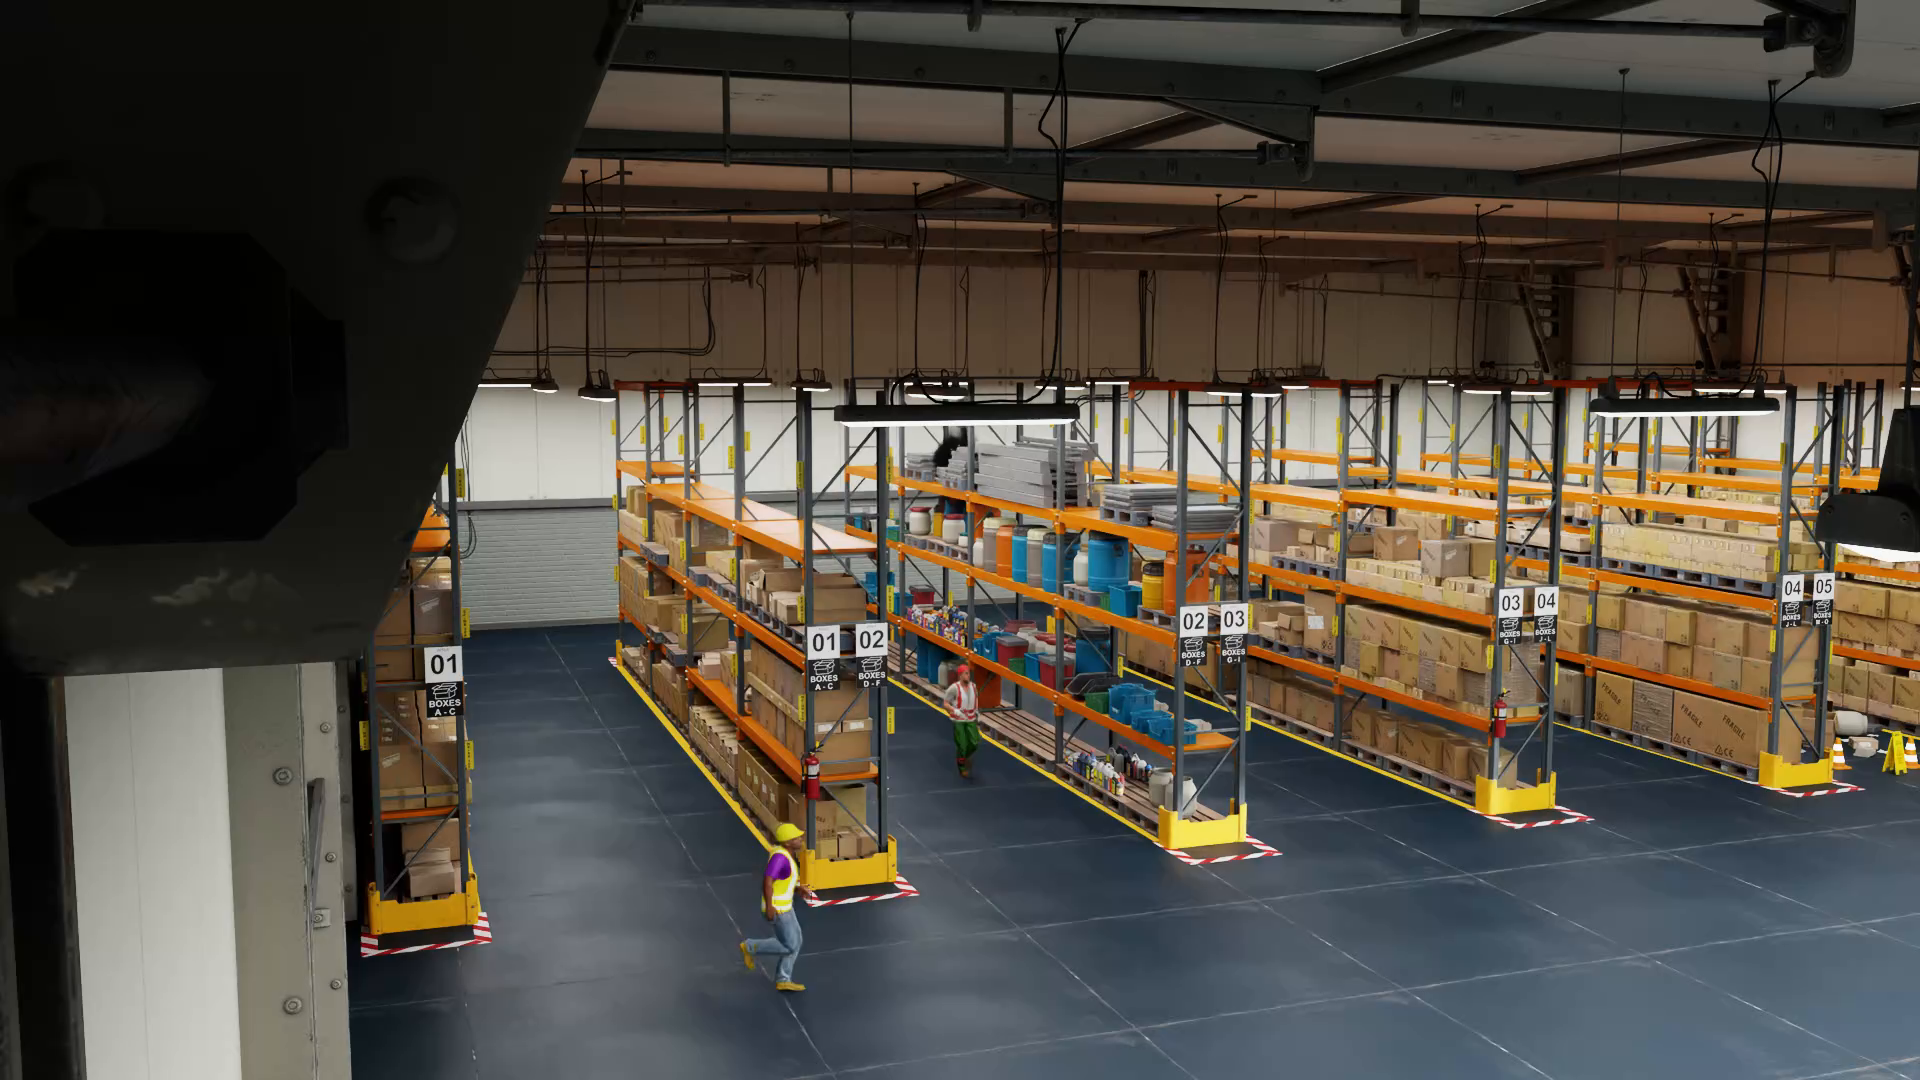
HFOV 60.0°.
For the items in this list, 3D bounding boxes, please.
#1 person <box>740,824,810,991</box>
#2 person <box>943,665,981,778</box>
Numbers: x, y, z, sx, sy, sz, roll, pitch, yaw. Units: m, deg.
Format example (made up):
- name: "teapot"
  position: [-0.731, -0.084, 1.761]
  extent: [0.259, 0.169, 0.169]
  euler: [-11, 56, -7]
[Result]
- name: "person"
  position: [-1.874, 3.723, 16.829]
  extent: [0.704, 1.719, 0.738]
  euler: [0, 6, -1]
- name: "person"
  position: [0.056, 2.776, 25.441]
  extent: [0.627, 1.751, 0.615]
  euler: [-3, 7, -28]
